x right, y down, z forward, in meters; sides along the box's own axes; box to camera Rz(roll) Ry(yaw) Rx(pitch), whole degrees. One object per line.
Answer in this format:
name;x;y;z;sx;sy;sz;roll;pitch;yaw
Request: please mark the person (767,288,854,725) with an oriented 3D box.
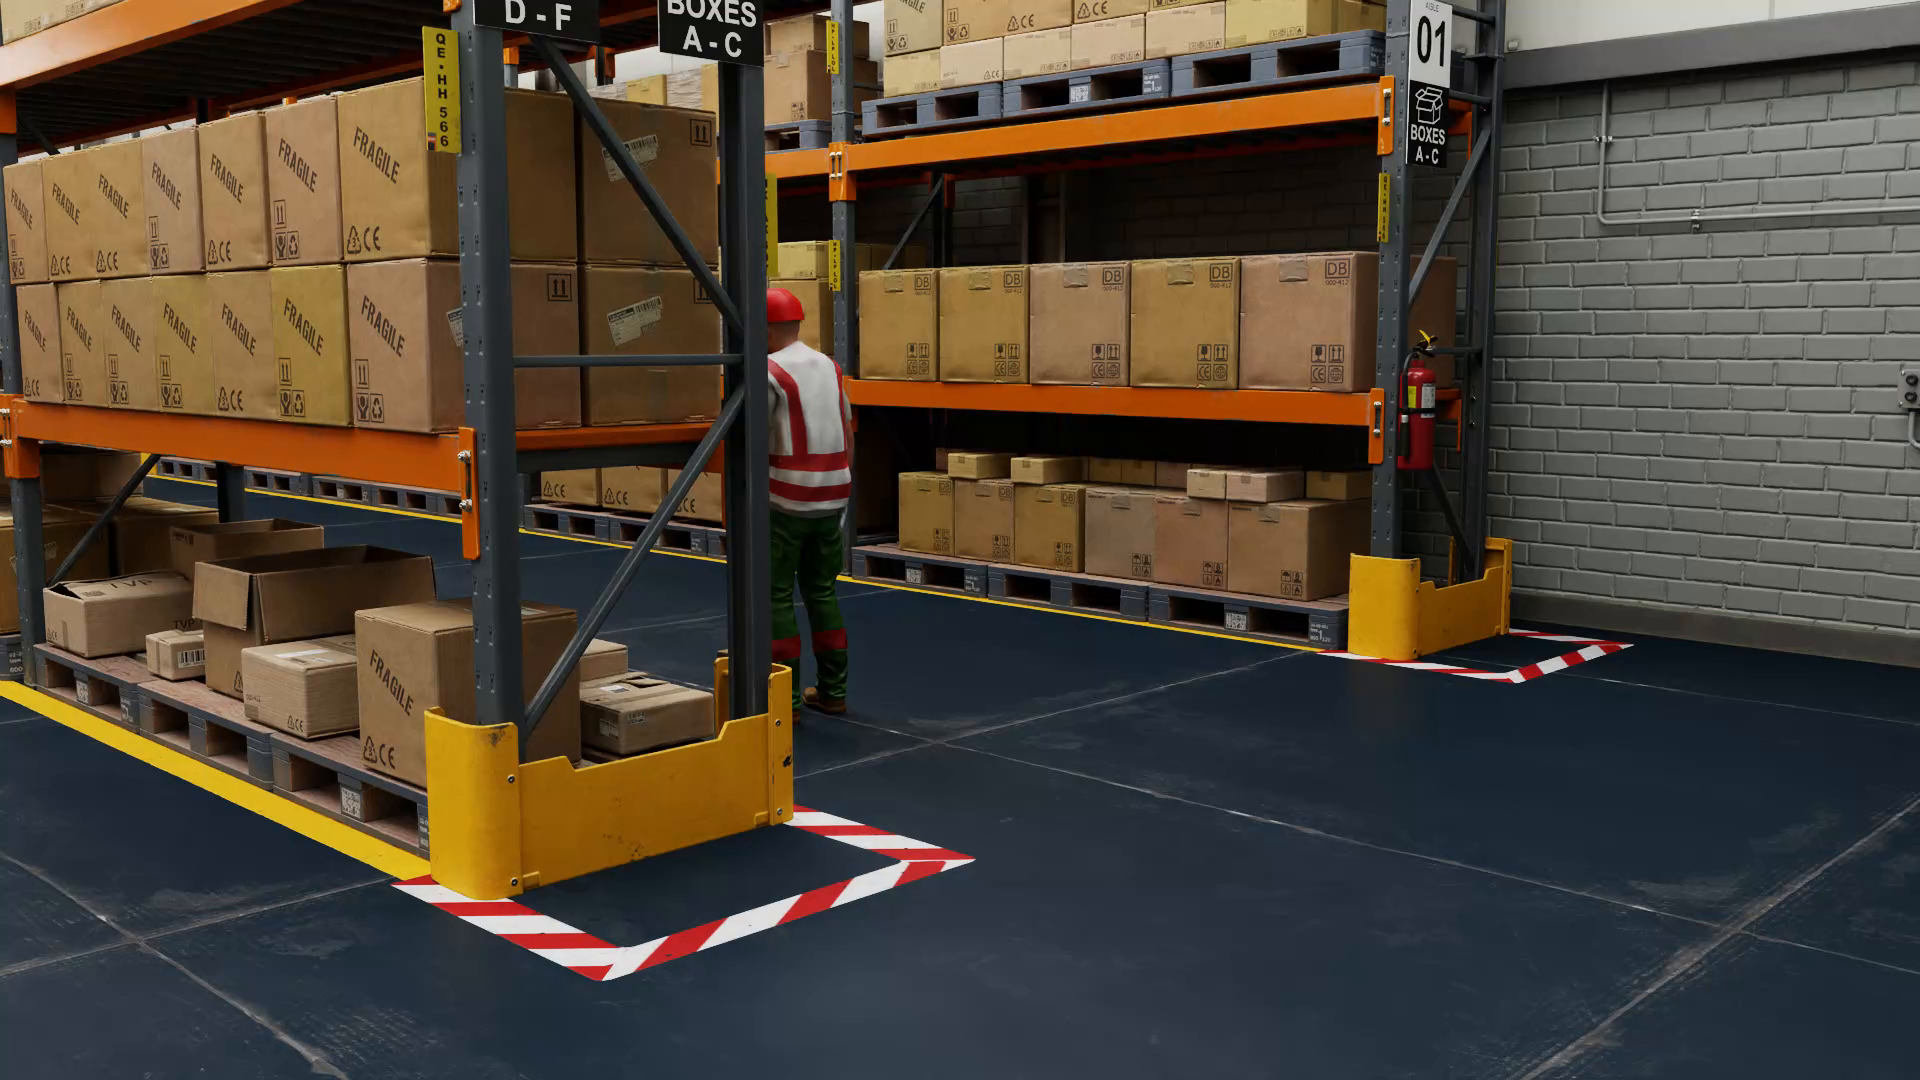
person;-0.687;-0.144;6.871;0.449;1.779;0.608;6;9;41
